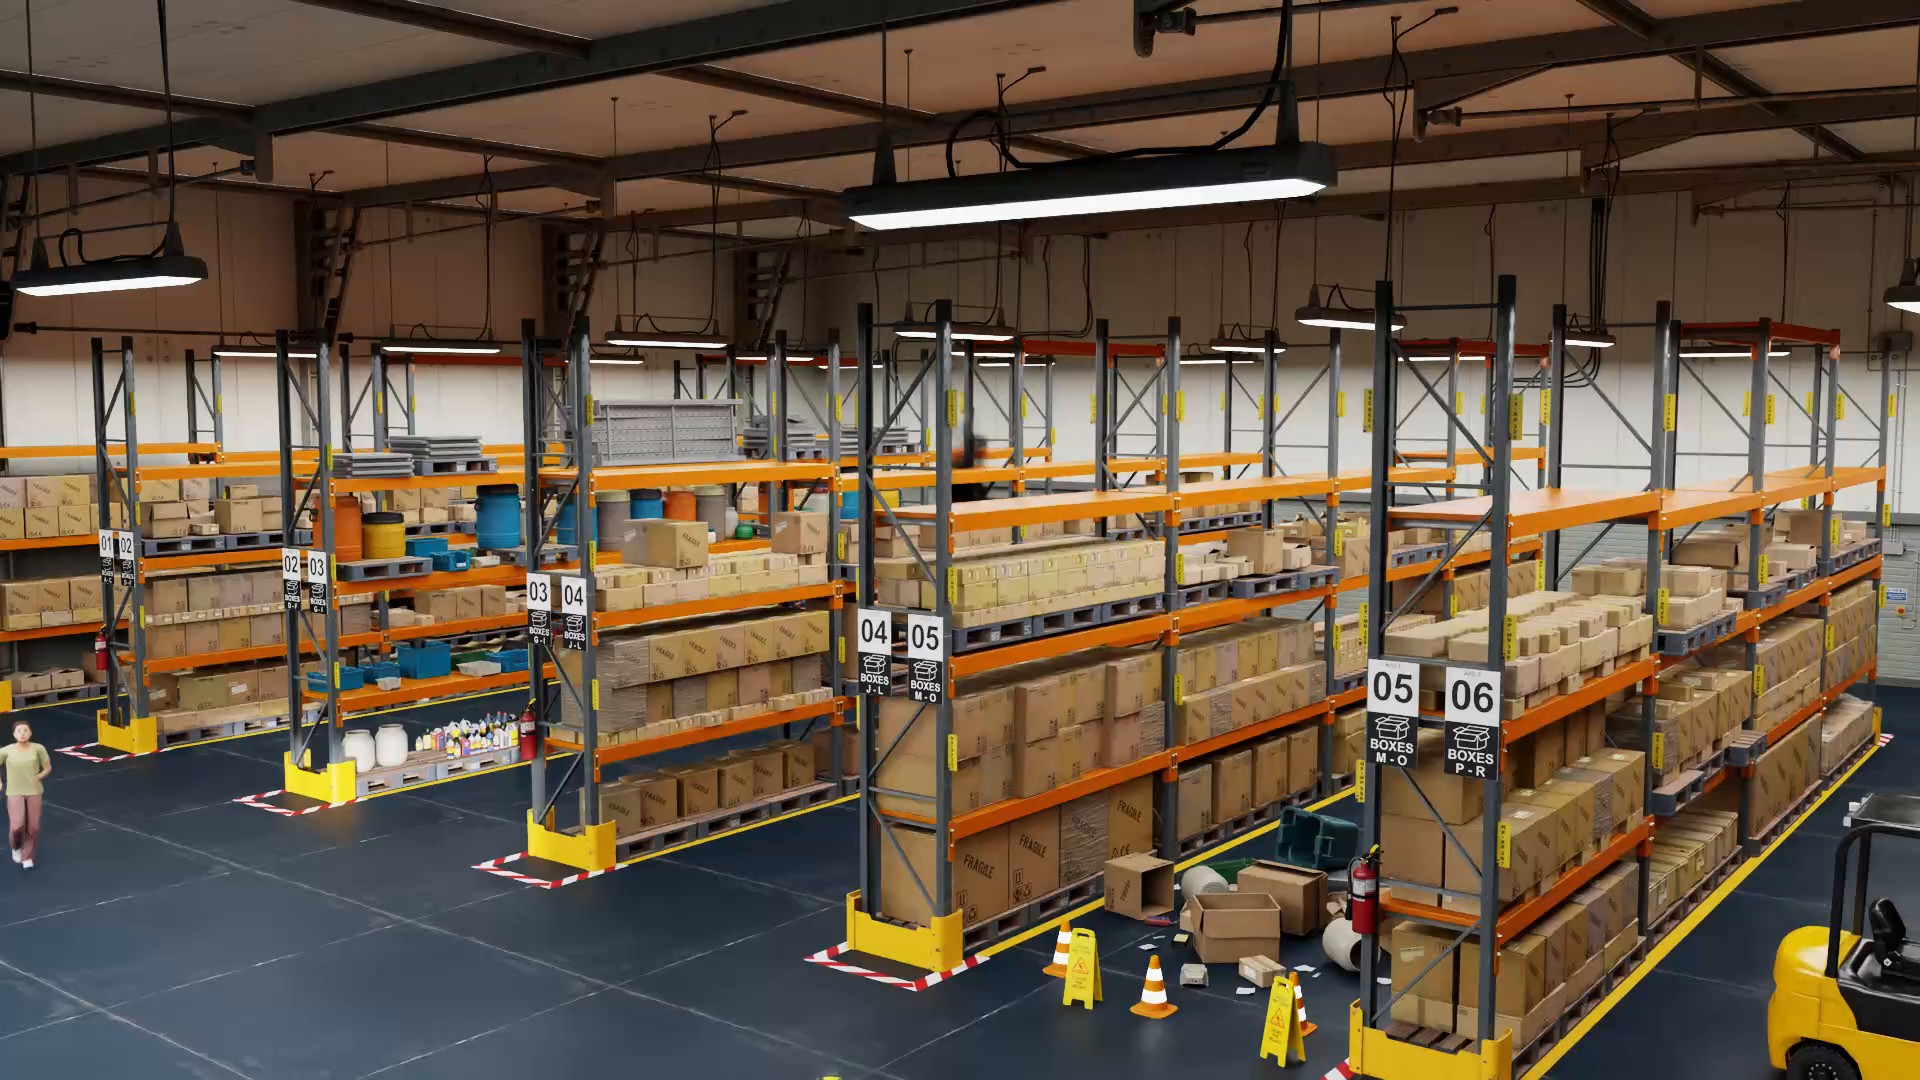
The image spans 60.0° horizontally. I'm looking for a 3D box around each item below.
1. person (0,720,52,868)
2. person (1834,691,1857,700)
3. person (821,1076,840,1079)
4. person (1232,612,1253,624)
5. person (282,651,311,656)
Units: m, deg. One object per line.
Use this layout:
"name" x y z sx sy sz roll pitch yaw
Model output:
"person" -10.166 2.774 18.061 0.566 1.629 0.550 -3 6 -33
"person" 13.854 2.052 25.990 0.750 1.734 0.708 -3 6 -33
"person" -0.651 3.574 8.438 0.698 1.718 0.606 -1 5 -9
"person" 4.653 1.945 27.147 0.710 1.732 0.637 3 6 29
"person" -11.157 1.843 28.166 0.619 1.751 0.819 2 6 25
